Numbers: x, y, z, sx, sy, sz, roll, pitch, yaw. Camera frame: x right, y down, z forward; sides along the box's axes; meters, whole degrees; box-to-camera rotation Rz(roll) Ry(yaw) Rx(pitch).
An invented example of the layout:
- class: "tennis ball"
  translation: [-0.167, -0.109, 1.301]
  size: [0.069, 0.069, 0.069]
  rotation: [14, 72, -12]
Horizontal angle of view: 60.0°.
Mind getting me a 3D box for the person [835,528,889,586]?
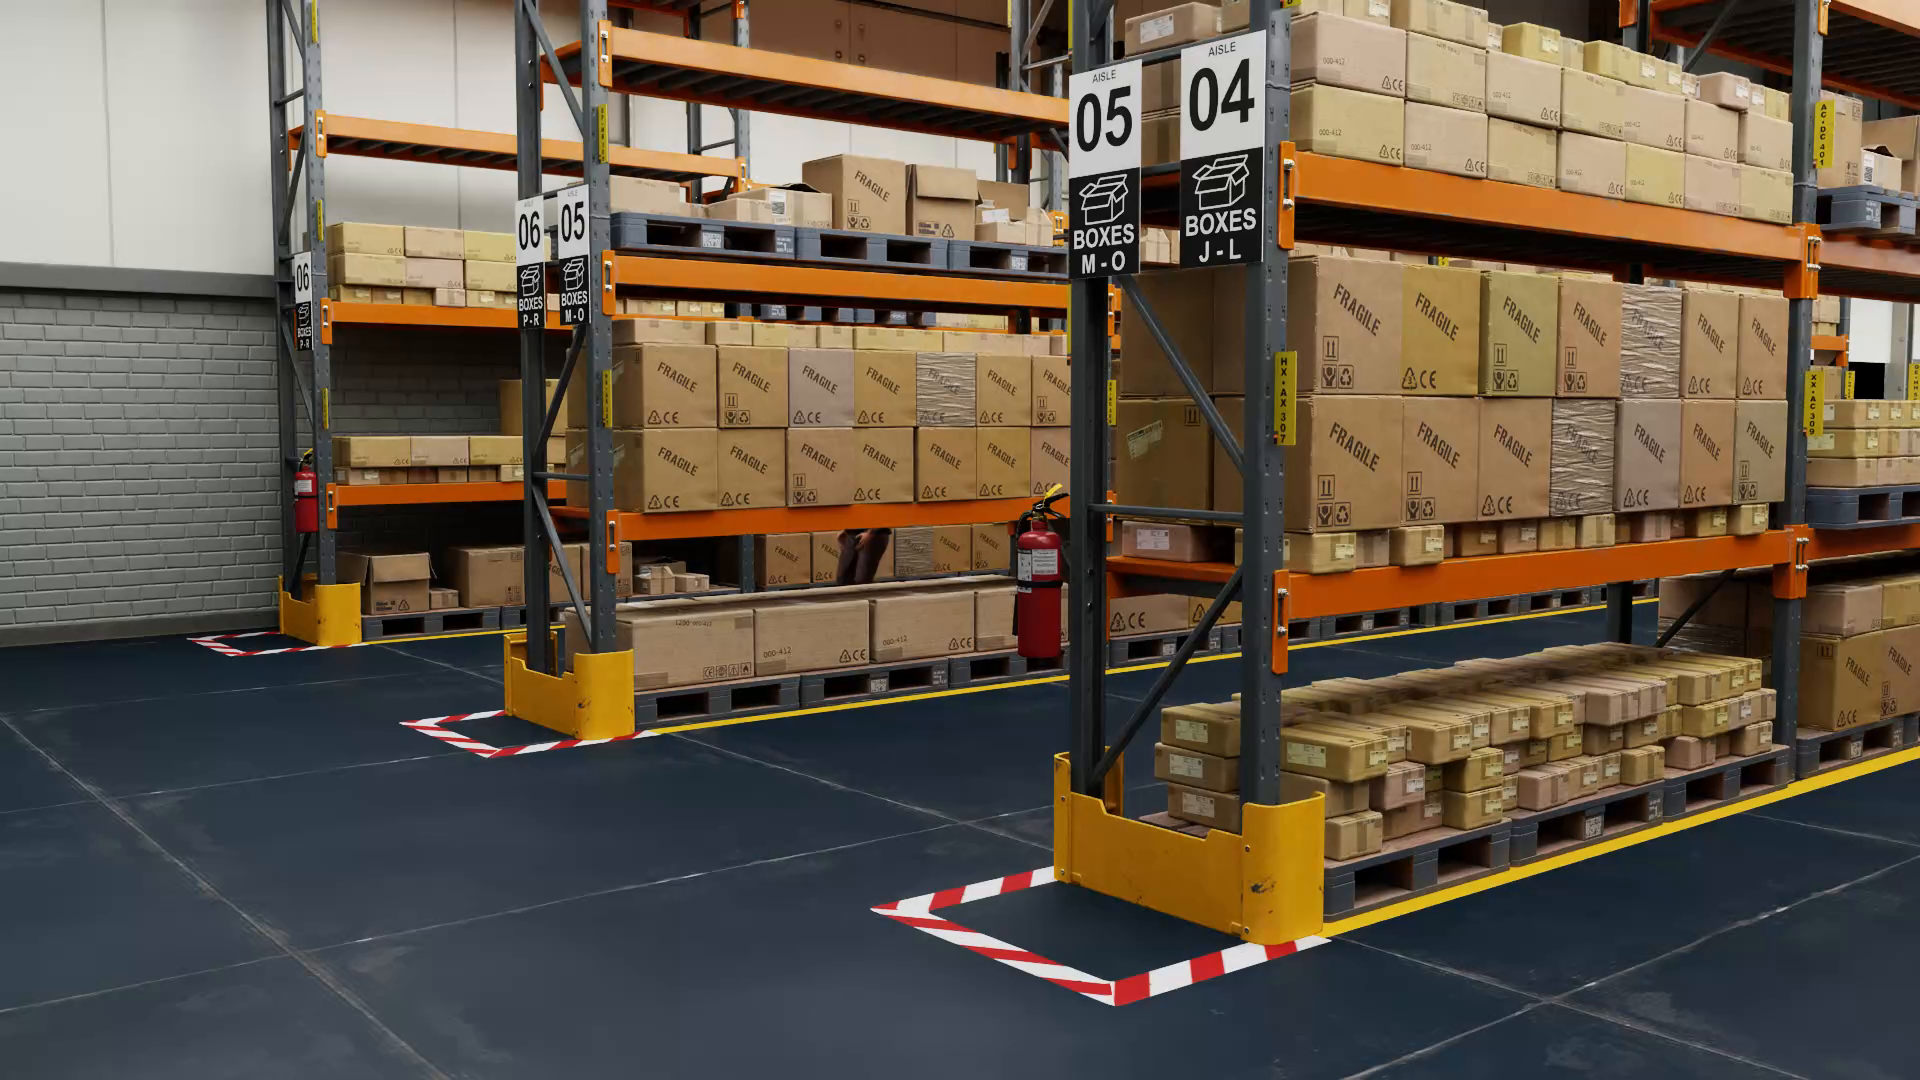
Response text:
- class: "person"
  translation: [-0.838, -0.021, 14.432]
  size: [0.427, 1.658, 0.563]
  rotation: [-3, 5, -37]
